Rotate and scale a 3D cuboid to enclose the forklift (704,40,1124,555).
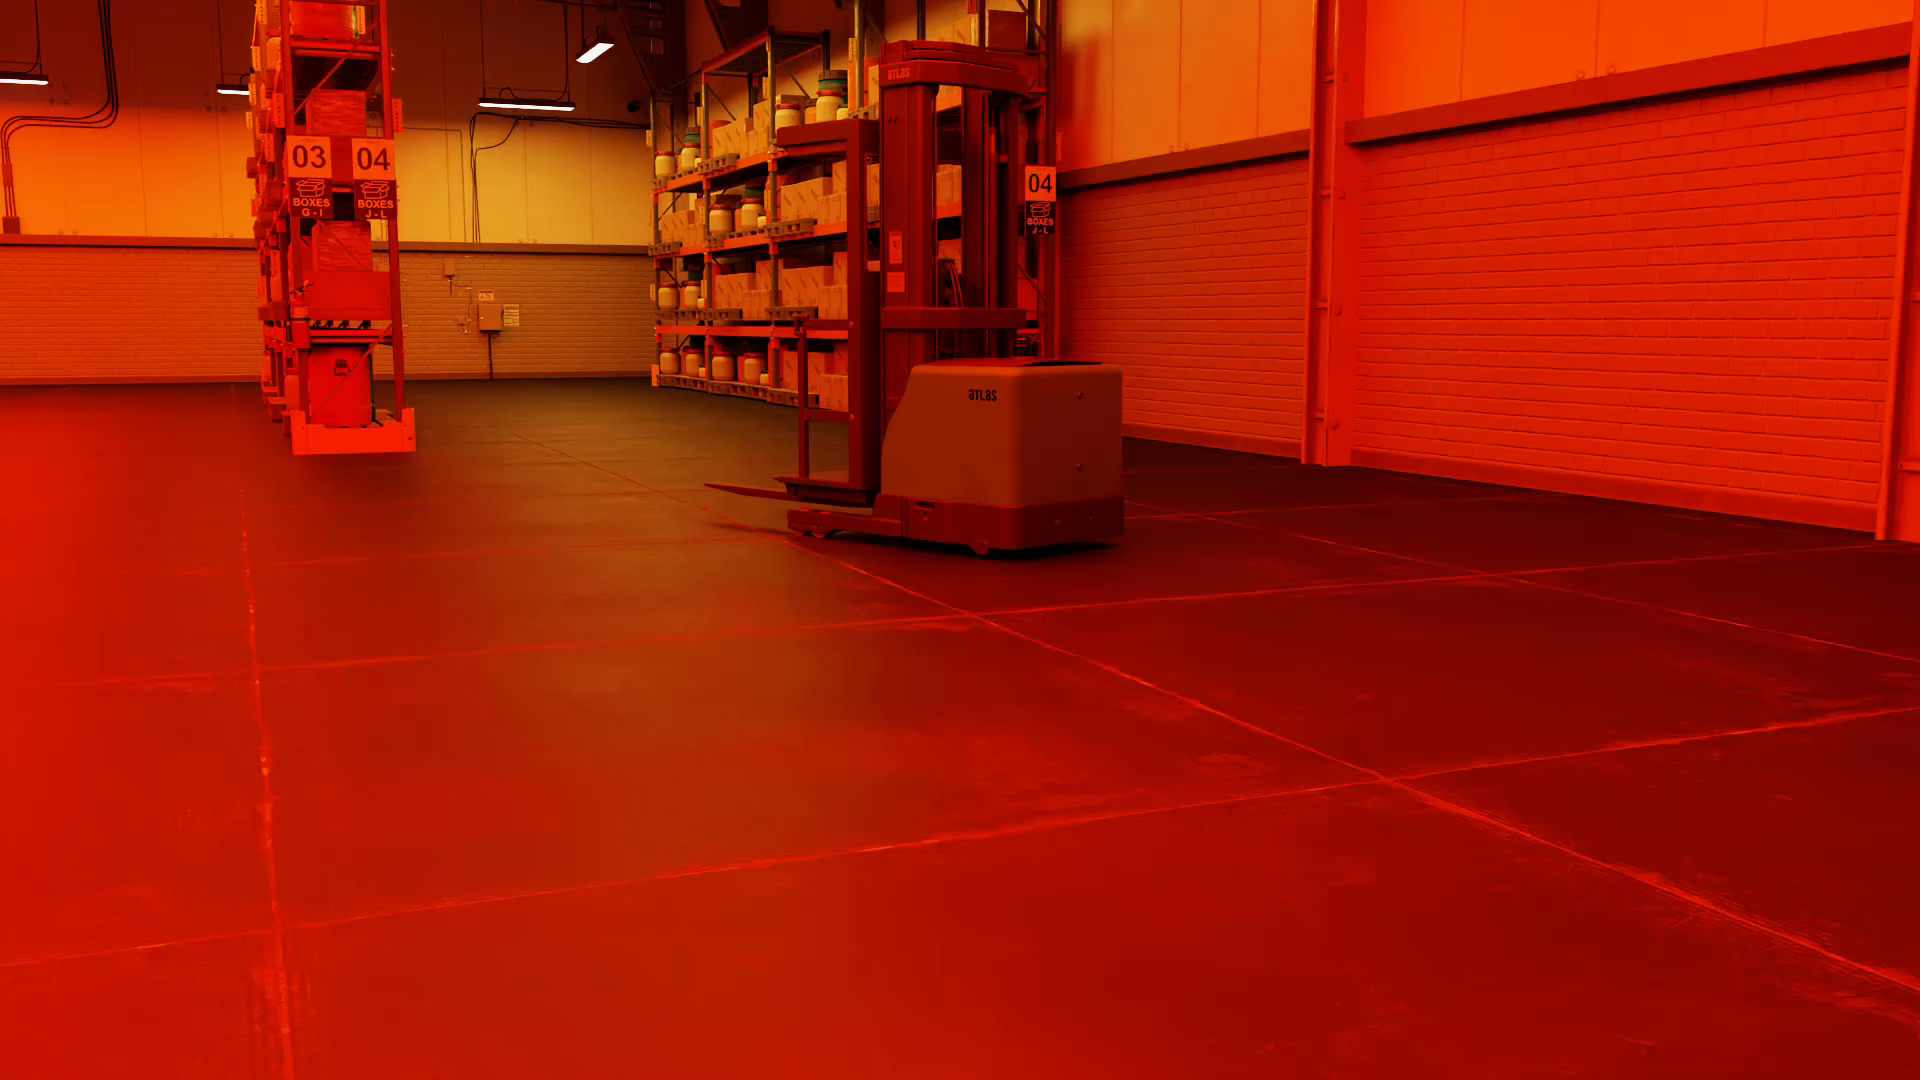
[{"bbox_3d":[-0.436,-1.509,10.383,3.031,2.935,1.130,7,10,44],"label":"forklift"}]
